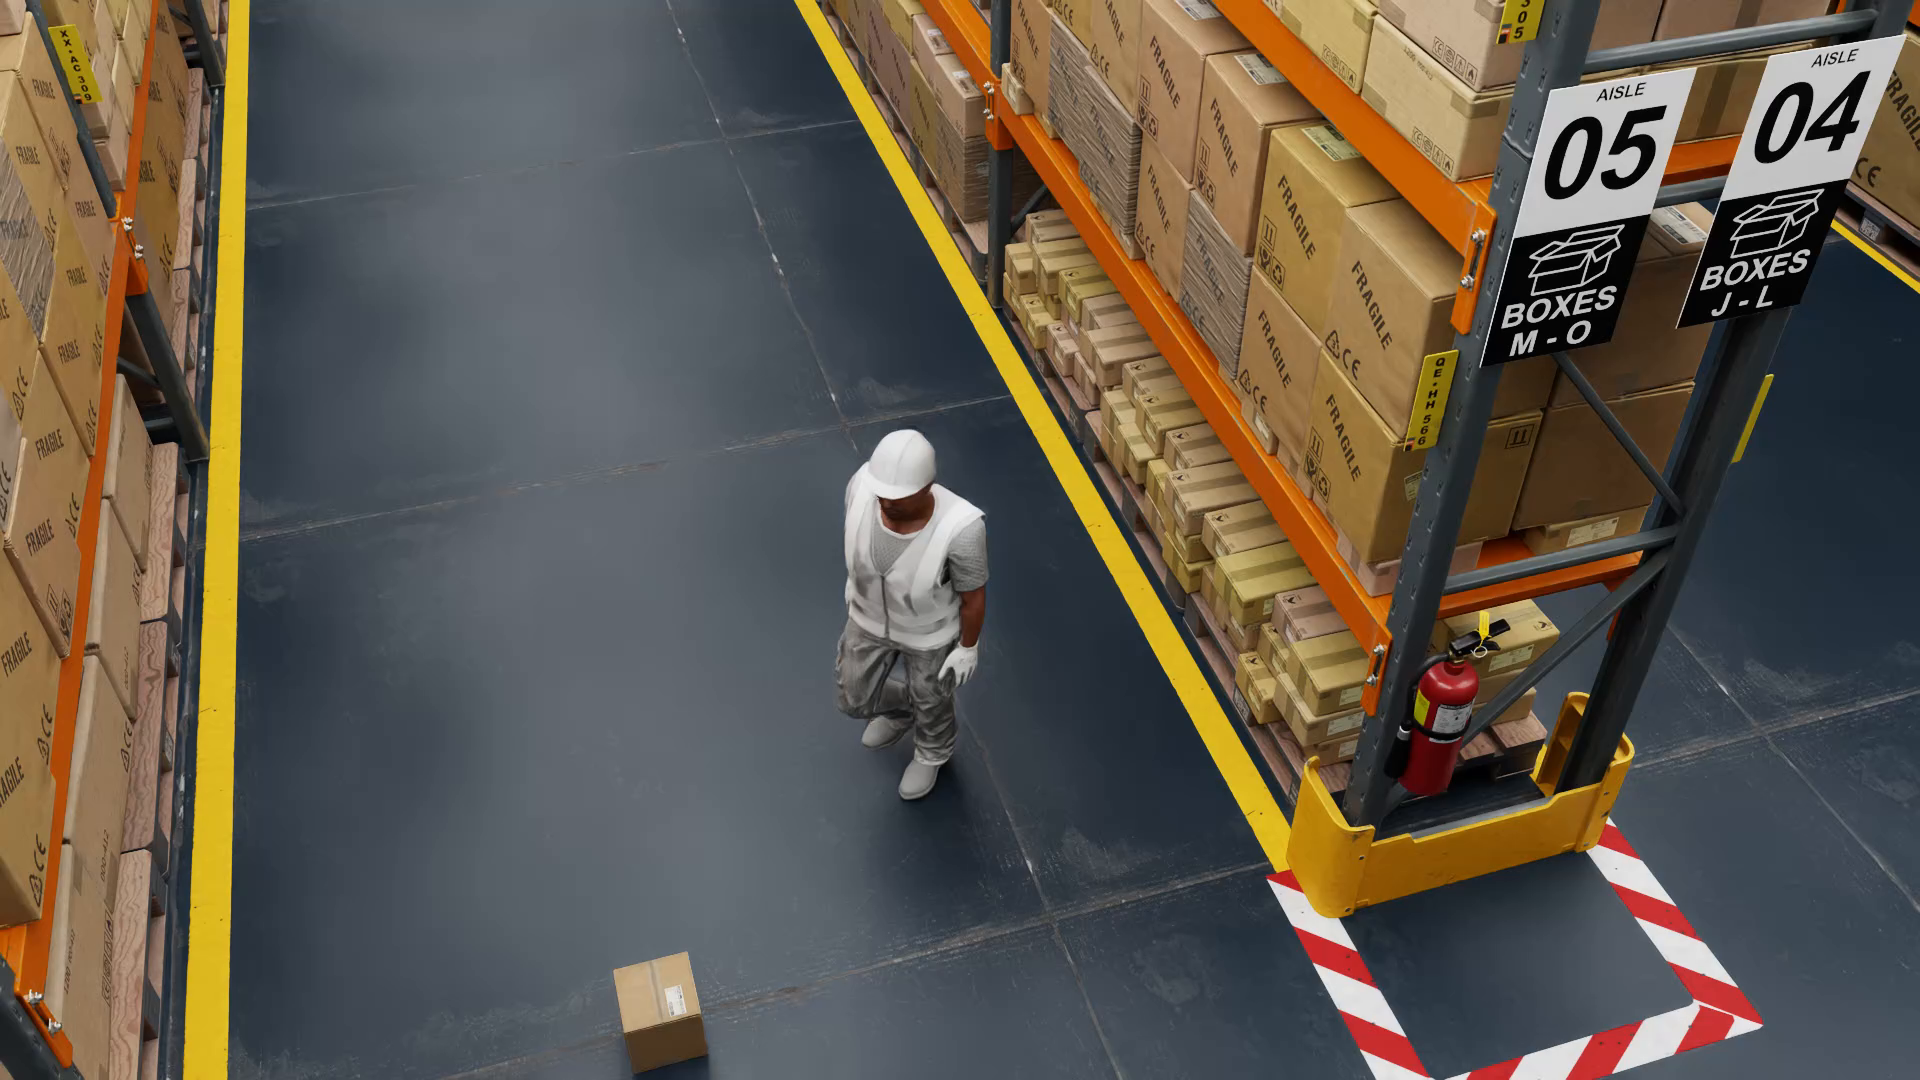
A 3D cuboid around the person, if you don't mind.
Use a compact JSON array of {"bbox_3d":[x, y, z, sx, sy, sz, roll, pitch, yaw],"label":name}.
[{"bbox_3d":[-0.172,0.273,5.816,0.592,1.771,0.506,17,45,18],"label":"person"}]
